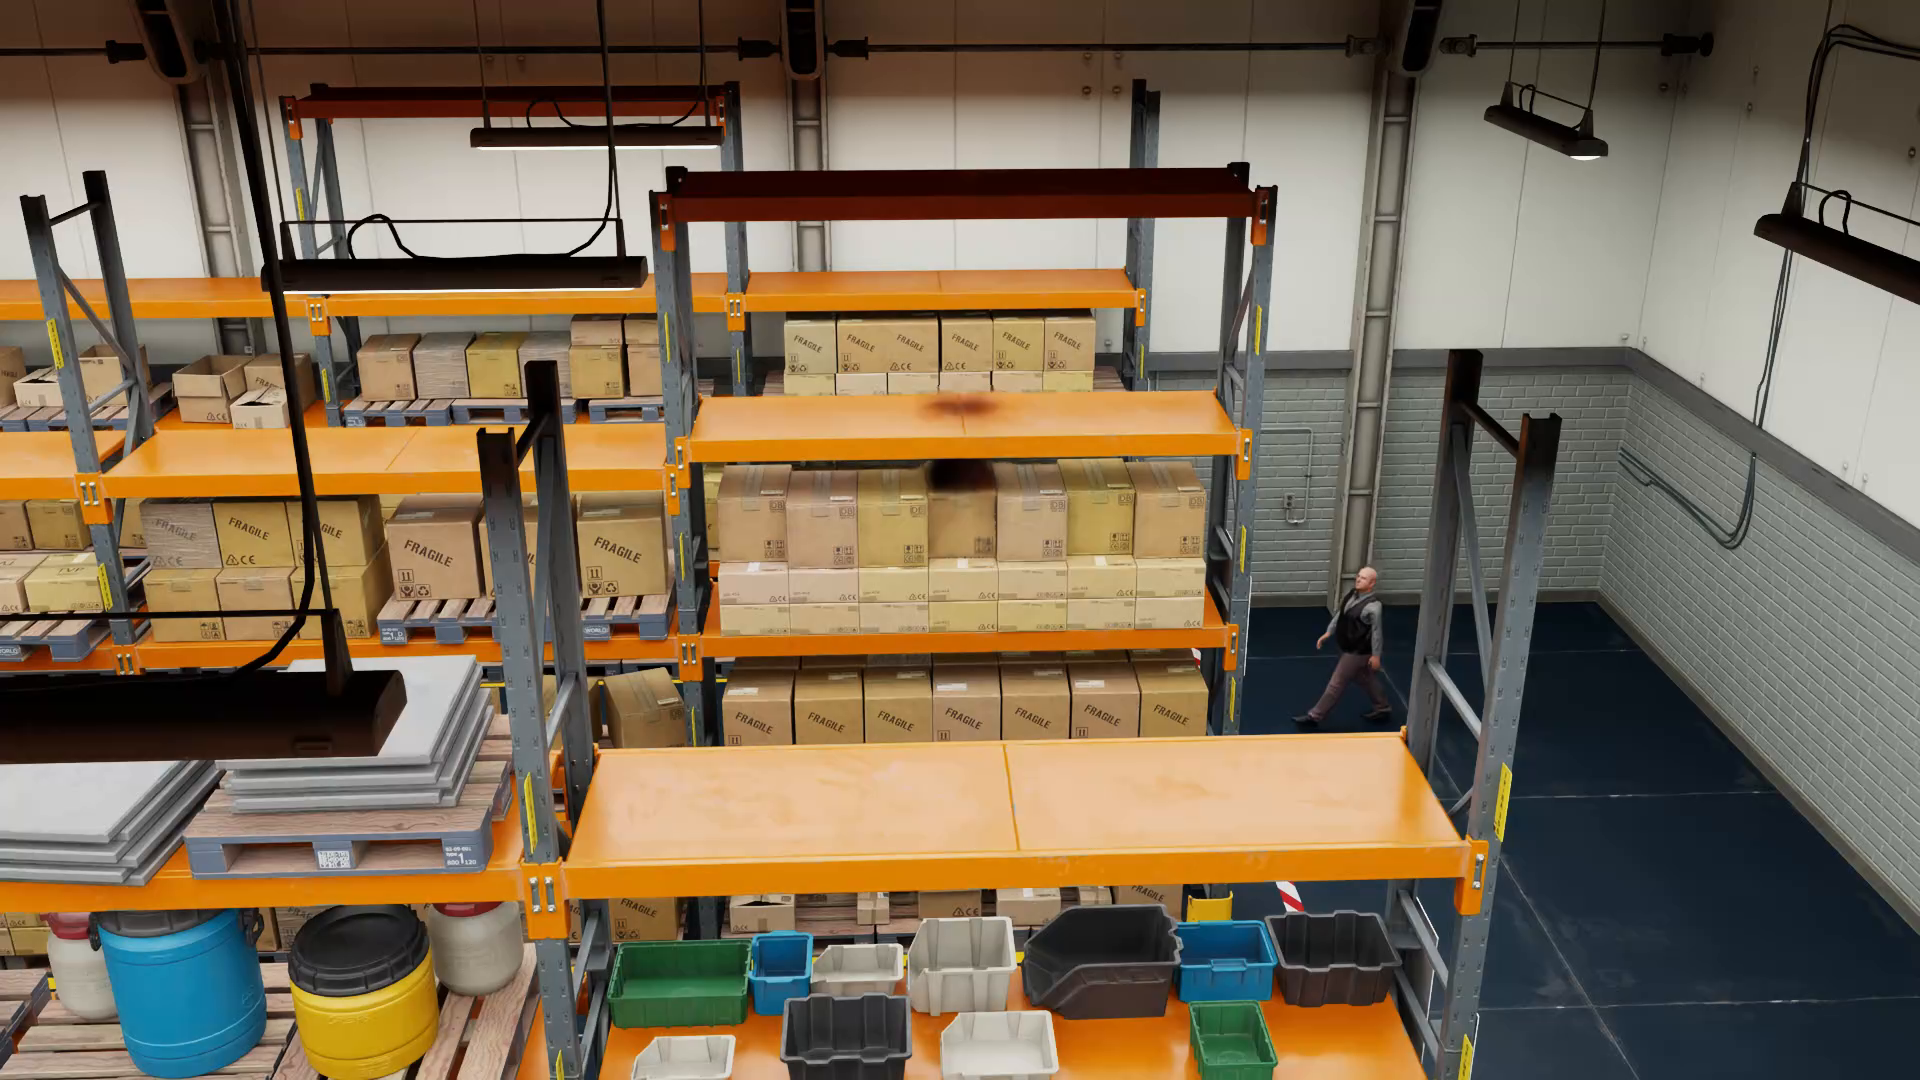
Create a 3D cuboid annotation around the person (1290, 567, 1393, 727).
[{"bbox_3d":[3.794,1.035,16.321,1.054,1.656,0.513,0,22,0],"label":"person"}]
